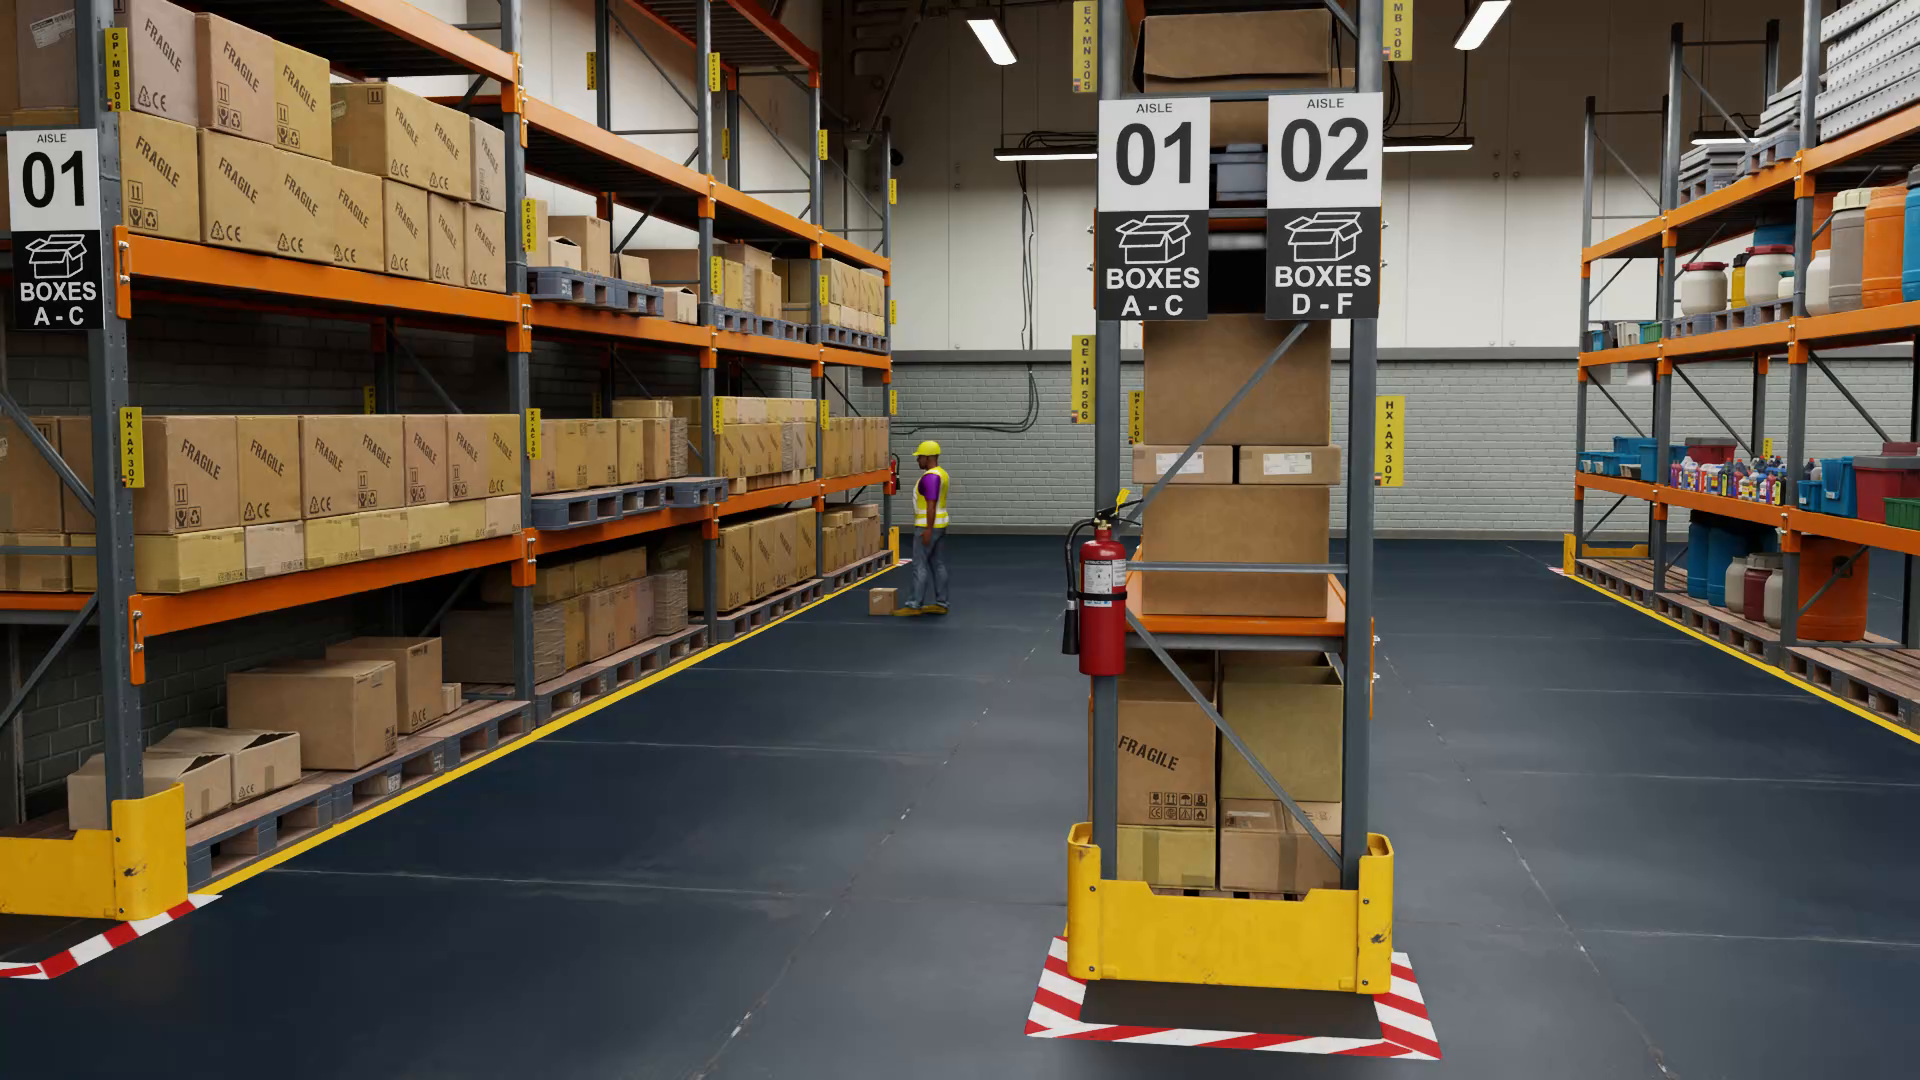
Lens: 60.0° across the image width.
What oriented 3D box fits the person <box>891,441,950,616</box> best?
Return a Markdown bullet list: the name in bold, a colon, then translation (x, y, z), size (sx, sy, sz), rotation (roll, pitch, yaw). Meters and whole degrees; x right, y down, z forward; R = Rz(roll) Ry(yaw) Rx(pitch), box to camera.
- **person**: translation (-0.385, -0.124, 17.004), size (0.562, 1.771, 0.604), rotation (1, 5, 16)
